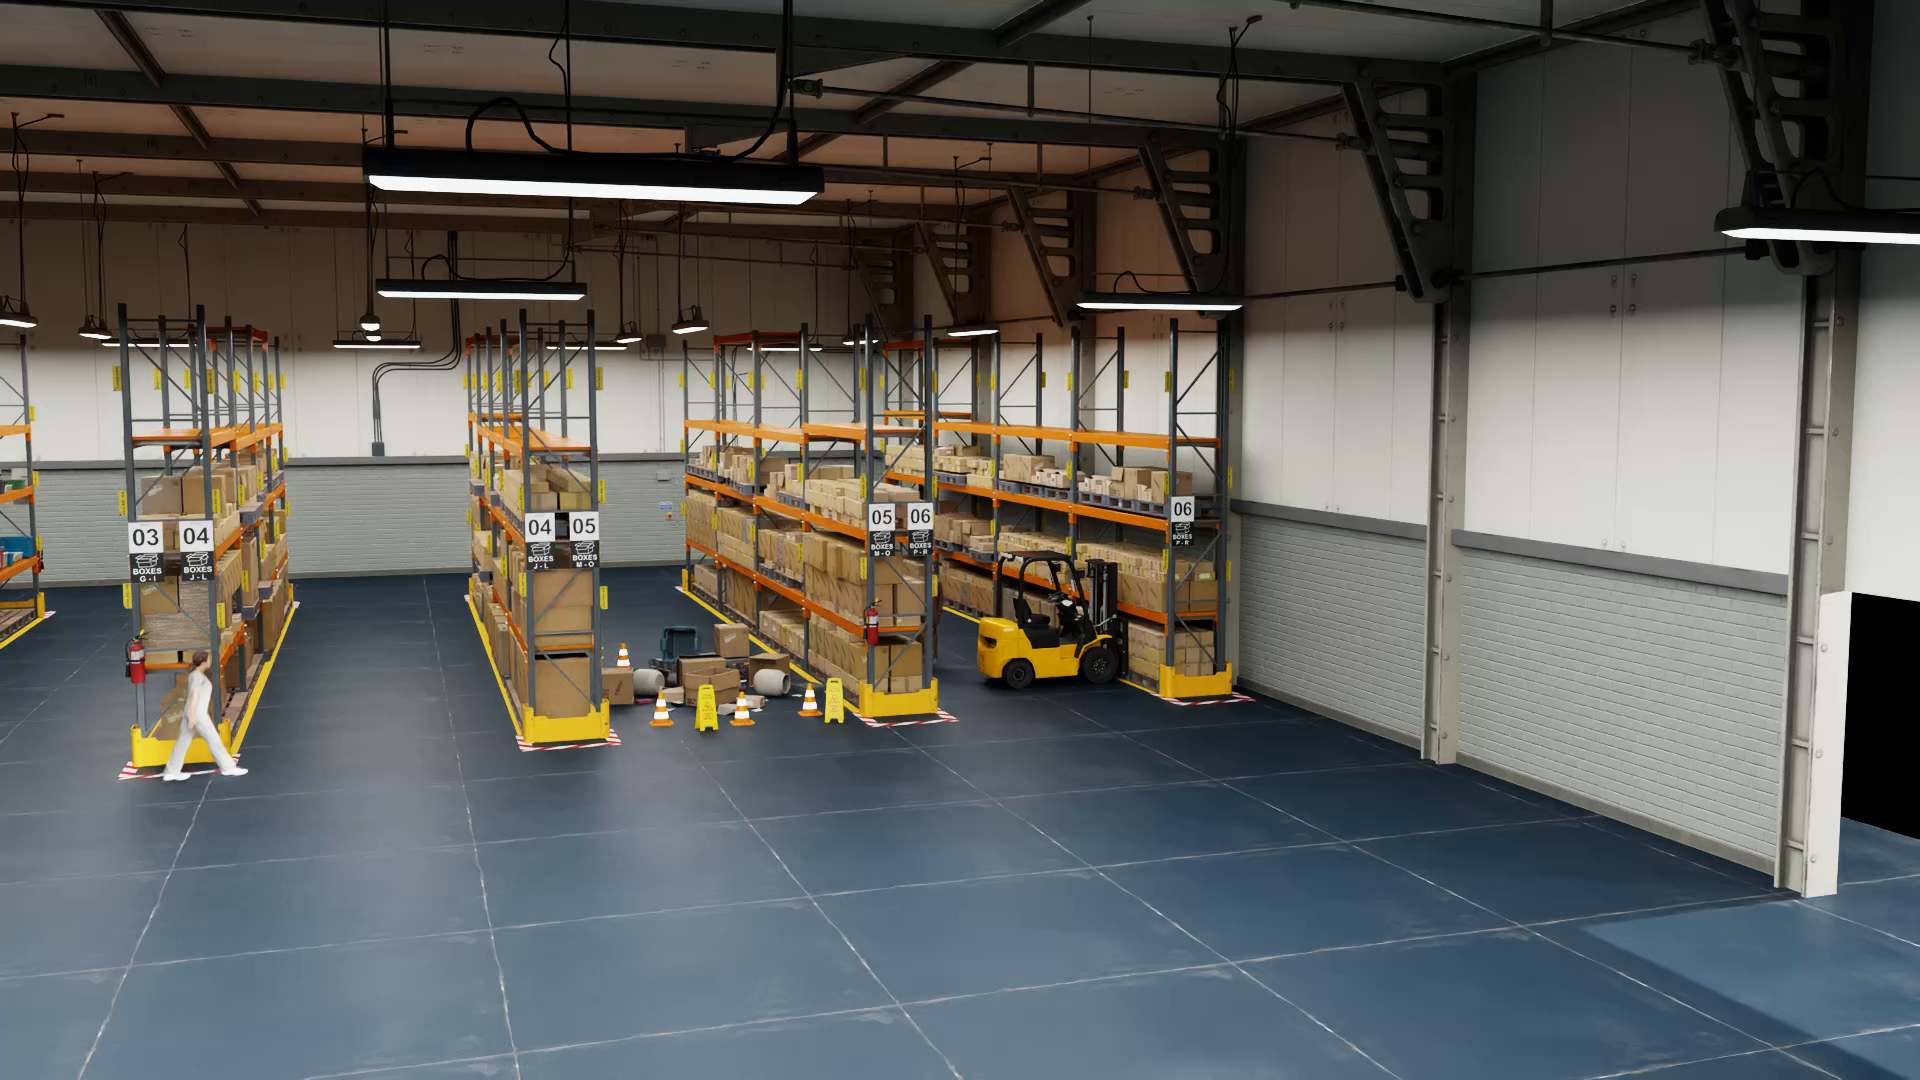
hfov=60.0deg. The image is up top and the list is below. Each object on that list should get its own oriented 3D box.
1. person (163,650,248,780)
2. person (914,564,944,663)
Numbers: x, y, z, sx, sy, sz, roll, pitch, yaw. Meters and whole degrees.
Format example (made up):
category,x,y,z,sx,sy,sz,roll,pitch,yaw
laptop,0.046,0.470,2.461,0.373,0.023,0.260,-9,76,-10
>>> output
category,x,y,z,sx,sy,sz,roll,pitch,yaw
person,-9.551,2.189,20.942,0.949,1.608,0.487,-4,7,-34
person,-0.566,1.337,29.629,0.625,1.833,0.607,-2,6,-24
